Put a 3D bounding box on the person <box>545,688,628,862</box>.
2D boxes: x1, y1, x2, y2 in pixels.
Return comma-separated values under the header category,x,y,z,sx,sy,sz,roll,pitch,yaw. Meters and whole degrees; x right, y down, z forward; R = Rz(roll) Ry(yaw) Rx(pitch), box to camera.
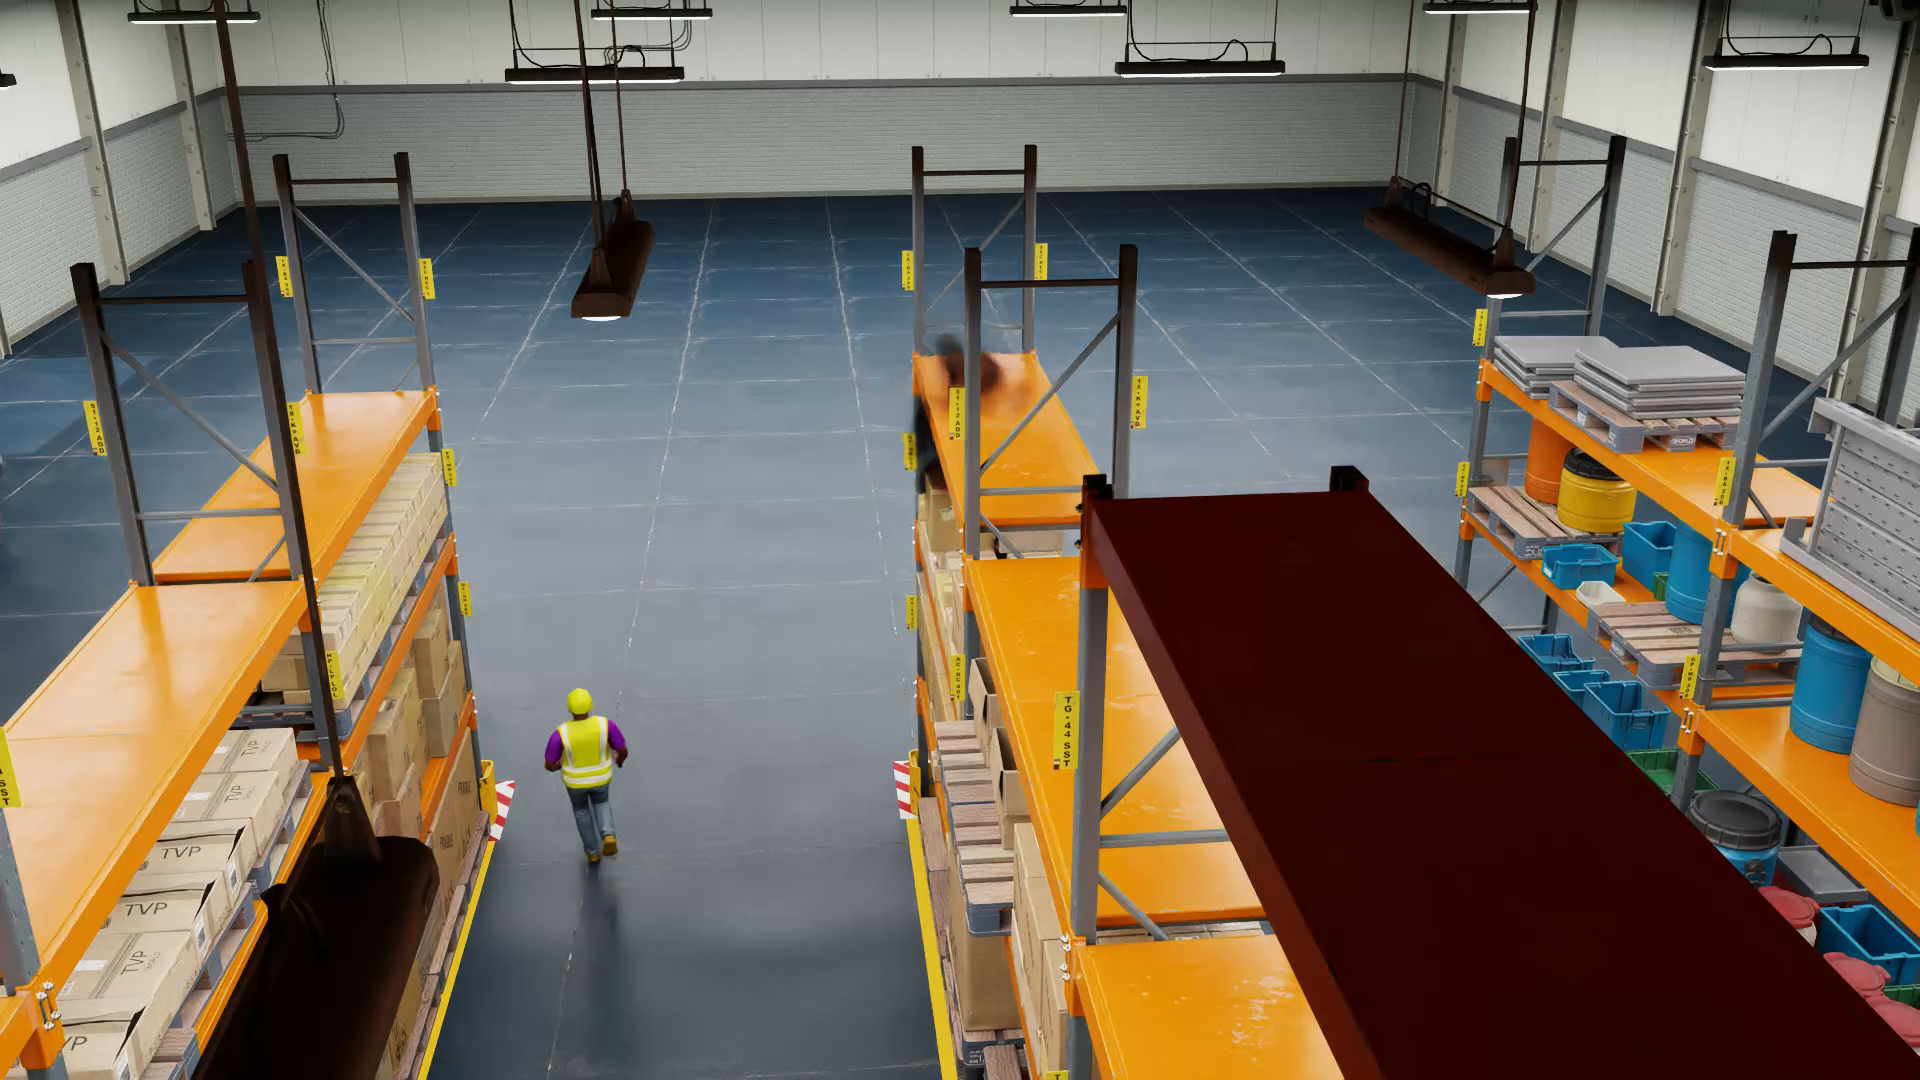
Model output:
category,x,y,z,sx,sy,sz,roll,pitch,yaw
person,-3.184,2.019,14.208,0.689,1.706,0.605,-7,23,-18
